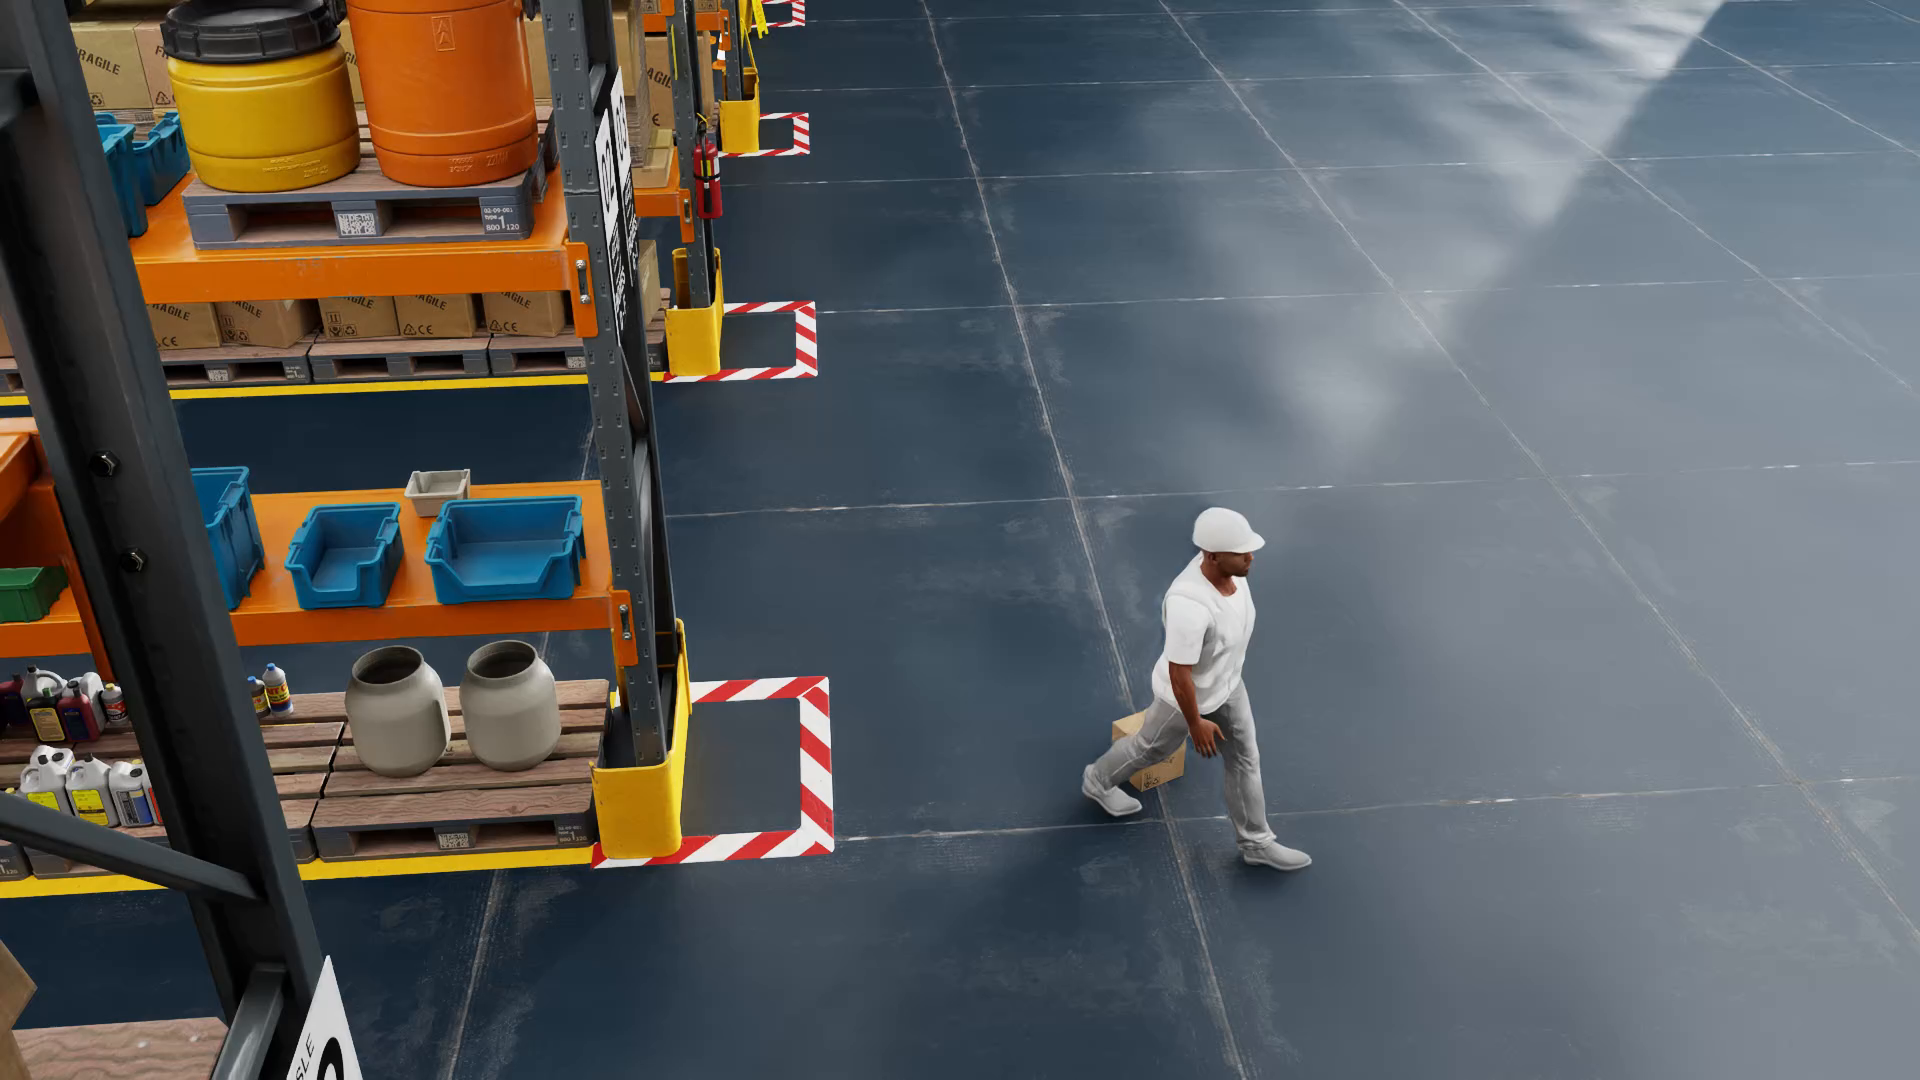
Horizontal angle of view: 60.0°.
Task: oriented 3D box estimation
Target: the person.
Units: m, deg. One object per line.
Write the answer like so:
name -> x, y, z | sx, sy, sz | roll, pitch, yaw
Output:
person -> 1.022, 0.619, 7.003 | 1.082, 1.716, 0.570 | 22, 37, 32
